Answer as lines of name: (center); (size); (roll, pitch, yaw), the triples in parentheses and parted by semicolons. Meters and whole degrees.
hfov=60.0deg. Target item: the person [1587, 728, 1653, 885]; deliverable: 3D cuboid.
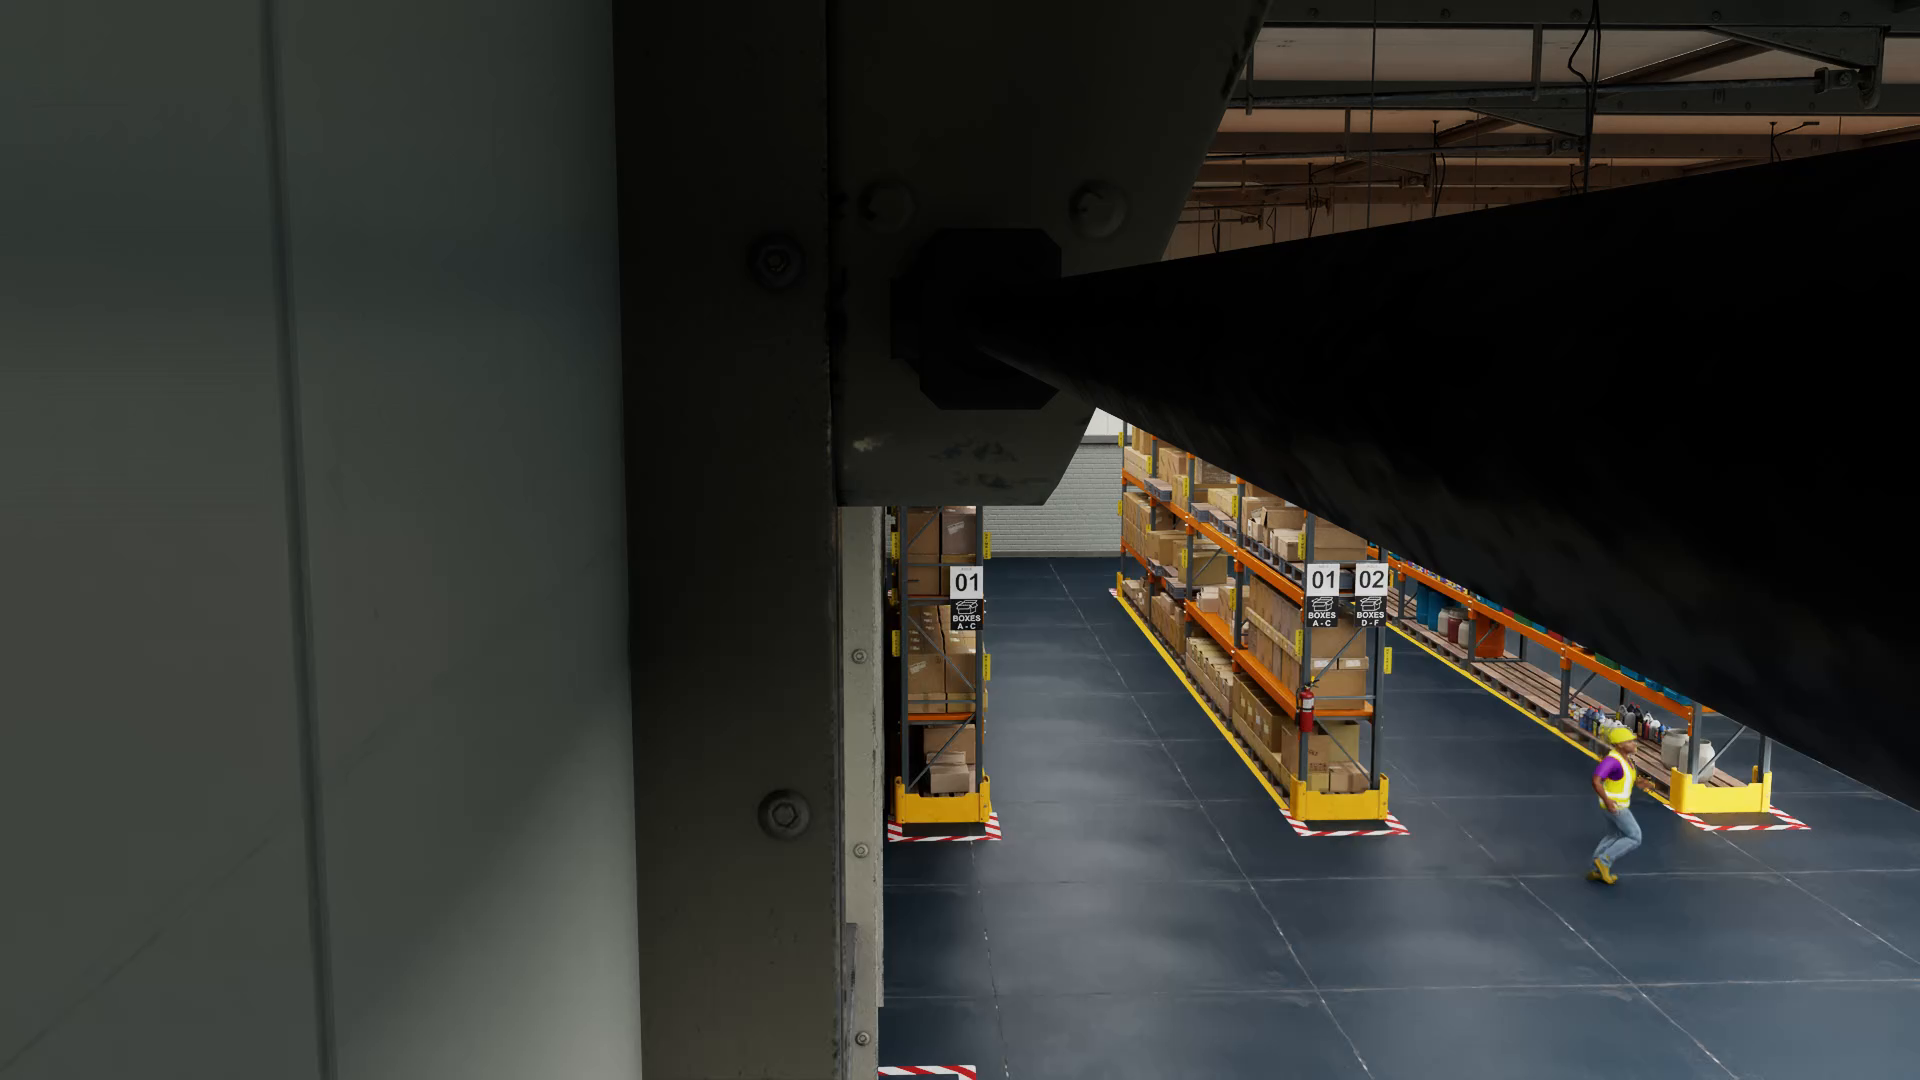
person: (7.263, 2.911, 18.261); (0.628, 1.732, 0.674); (3, 9, 23)
